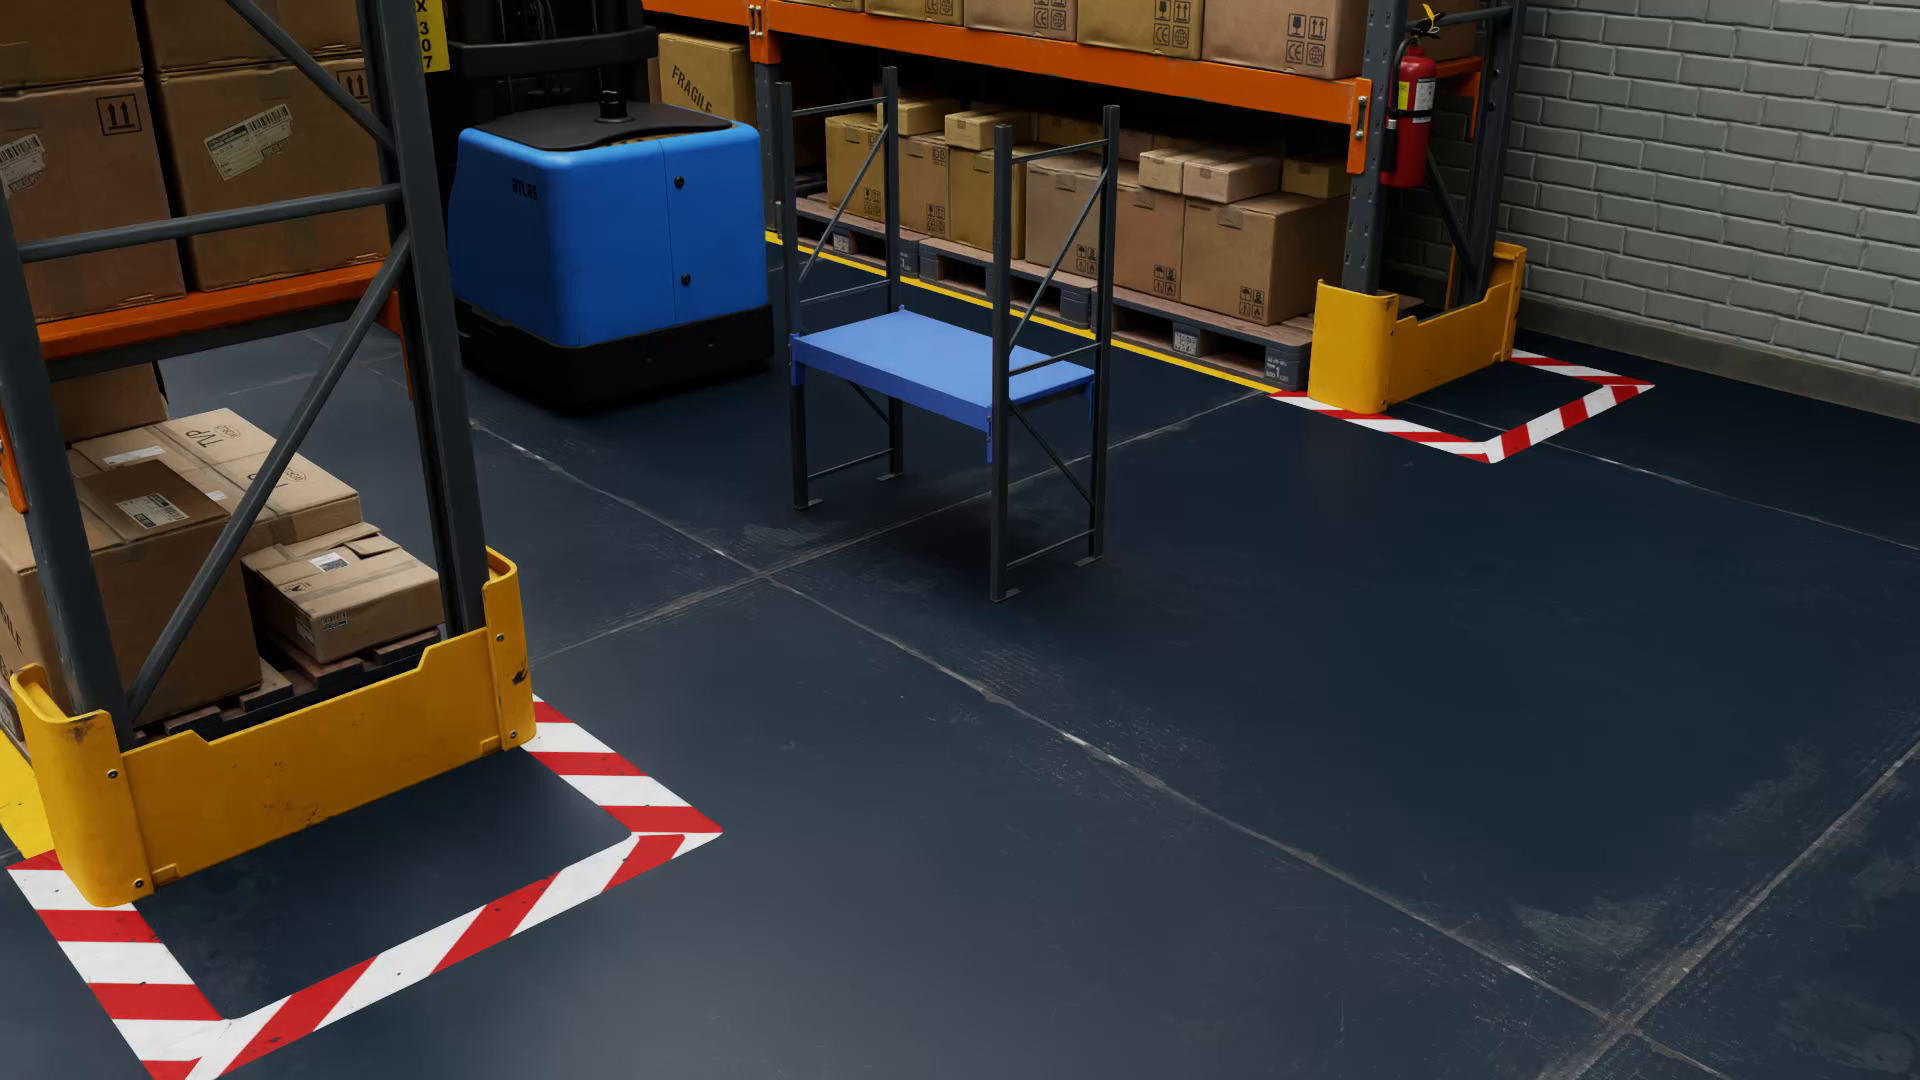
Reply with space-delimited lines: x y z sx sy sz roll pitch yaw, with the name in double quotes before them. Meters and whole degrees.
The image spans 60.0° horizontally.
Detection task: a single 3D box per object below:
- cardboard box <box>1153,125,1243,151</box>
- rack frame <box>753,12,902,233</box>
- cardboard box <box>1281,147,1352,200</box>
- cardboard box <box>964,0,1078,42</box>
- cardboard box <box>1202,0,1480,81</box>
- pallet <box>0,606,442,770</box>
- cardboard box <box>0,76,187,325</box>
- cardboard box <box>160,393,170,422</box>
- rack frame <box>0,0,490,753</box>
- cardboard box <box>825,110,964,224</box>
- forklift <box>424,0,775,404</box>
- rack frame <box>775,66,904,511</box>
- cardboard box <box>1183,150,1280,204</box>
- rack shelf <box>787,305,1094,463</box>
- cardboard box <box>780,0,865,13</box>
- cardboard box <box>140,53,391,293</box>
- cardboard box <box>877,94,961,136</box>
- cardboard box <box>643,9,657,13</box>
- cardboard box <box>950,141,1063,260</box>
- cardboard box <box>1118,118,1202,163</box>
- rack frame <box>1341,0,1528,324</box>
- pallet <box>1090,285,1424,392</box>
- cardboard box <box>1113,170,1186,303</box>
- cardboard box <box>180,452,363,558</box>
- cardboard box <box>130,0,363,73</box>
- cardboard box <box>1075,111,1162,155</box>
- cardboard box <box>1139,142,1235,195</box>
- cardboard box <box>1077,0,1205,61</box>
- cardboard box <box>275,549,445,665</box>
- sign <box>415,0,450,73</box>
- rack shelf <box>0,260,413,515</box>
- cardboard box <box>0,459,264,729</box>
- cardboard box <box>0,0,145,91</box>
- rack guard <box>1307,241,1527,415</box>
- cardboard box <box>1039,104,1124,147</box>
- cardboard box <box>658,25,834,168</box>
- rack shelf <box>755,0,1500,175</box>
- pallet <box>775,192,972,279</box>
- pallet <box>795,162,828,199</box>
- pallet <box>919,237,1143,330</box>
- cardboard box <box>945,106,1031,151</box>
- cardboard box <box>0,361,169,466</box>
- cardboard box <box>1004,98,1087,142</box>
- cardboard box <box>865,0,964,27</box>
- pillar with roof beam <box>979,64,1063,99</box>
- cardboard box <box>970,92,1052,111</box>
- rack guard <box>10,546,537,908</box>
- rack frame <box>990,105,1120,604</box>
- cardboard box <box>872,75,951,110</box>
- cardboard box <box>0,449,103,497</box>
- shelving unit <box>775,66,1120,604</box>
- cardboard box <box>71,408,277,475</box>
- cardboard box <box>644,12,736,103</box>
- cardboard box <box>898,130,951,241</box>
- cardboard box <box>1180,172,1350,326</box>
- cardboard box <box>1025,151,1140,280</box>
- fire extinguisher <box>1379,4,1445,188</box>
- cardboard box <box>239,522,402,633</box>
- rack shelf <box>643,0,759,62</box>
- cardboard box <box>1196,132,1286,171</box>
"cardboard box" 1.144 -1.879 7.979 0.380 0.149 0.250 -21 32 -38
"rack frame" -0.752 -3.310 9.392 1.000 3.000 0.127 -21 32 -38
"cardboard box" 1.662 -1.650 7.476 0.380 0.149 0.250 -21 32 -38
"cardboard box" 0.606 -2.837 7.994 0.700 0.700 0.980 22 32 39
"cardboard box" 1.626 -2.386 7.005 0.980 0.700 0.700 -20 31 -36
"pallet" -2.229 0.313 4.810 1.003 0.211 1.213 -21 32 -38
"cardboard box" -2.137 -0.796 3.760 0.500 0.500 0.500 -20 31 -37
"cardboard box" -3.257 -0.561 6.075 0.500 0.311 0.500 -21 32 -38
"rack frame" -1.632 -0.692 3.652 1.000 3.000 0.127 -21 32 -38
"cardboard box" -0.316 -2.108 9.263 0.700 0.500 0.500 -21 32 -38
"forklift" -2.157 -2.427 7.539 1.130 2.935 3.031 -19 31 -36
"rack frame" -0.406 -0.862 5.833 0.500 1.500 0.032 -21 32 -38
"cardboard box" 1.209 -1.618 7.407 0.380 0.149 0.250 -22 32 -39
"rack shelf" -0.058 -0.545 5.570 0.538 0.185 1.000 -21 32 -38
"cardboard box" -0.393 -3.277 8.959 0.980 0.700 0.700 -21 32 -38
"cardboard box" -1.743 -0.946 4.090 0.500 0.500 0.500 -20 32 -37
"cardboard box" -0.215 -2.248 8.787 0.380 0.149 0.250 -20 31 -37
"cardboard box" -2.485 -3.208 11.251 0.750 0.750 0.750 -21 32 -39
"cardboard box" 0.374 -1.799 8.585 0.700 0.500 0.500 -20 31 -37
"cardboard box" 0.970 -1.956 8.147 0.380 0.149 0.250 -21 32 -38
"rack frame" 1.982 -2.098 6.735 1.000 3.000 0.127 -21 32 -38
"pallet" 1.378 -1.049 7.796 1.003 0.211 1.213 -21 32 -38
"cardboard box" 1.088 -1.487 7.902 0.700 0.500 0.500 -21 32 -39
"cardboard box" -2.138 -0.038 5.001 0.500 0.250 0.500 -21 32 -38
"cardboard box" -1.743 -1.401 3.883 0.500 0.500 0.500 -20 31 -37
"cardboard box" 0.794 -2.033 8.317 0.380 0.149 0.250 -21 32 -38
"cardboard box" 1.034 -1.695 7.576 0.380 0.149 0.250 -20 31 -37
"cardboard box" 1.120 -2.604 7.482 0.980 0.700 0.700 -22 32 -39
"cardboard box" -1.667 0.181 4.644 0.380 0.149 0.250 -21 32 -38
"sign" -1.236 -1.240 3.810 0.100 0.325 0.005 -21 32 -38
"rack shelf" -2.999 -0.970 5.130 1.077 0.370 4.000 -21 32 -38
"cardboard box" -2.183 0.151 4.288 0.500 0.500 0.500 -21 32 -38
"cardboard box" -2.137 -1.249 3.549 0.500 0.500 0.500 -22 32 -39
"rack guard" 1.998 -0.954 7.238 1.175 0.500 0.348 -21 32 -38
"cardboard box" 0.621 -2.110 8.485 0.380 0.149 0.250 -22 32 -39
"cardboard box" -1.291 -2.683 10.101 0.750 0.750 0.750 -21 32 -38
"rack shelf" 0.615 -2.377 8.213 1.077 0.370 4.000 -21 32 -38
"pallet" -0.290 -1.789 9.417 1.003 0.211 1.213 -21 32 -38
"pallet" -1.335 -2.254 10.436 1.003 0.211 1.213 -21 32 -38
"pallet" 0.548 -1.419 8.606 1.003 0.211 1.213 -21 32 -38
"cardboard box" 0.142 -2.090 8.441 0.380 0.149 0.250 -22 33 -40
"cardboard box" -3.078 -0.400 5.491 0.797 0.503 0.637 -21 32 -38
"cardboard box" 0.444 -2.188 8.656 0.380 0.149 0.250 -21 32 -38
"cardboard box" 0.101 -3.055 8.471 0.980 0.700 0.700 -22 33 -40
"pillar with roof beam" -2.785 -4.851 5.542 9.100 9.000 0.400 -21 32 -38
"cardboard box" 0.272 -2.265 8.825 0.380 0.149 0.250 -23 33 -40
"rack guard" -1.684 0.423 4.222 1.175 0.500 0.348 -21 32 -38
"rack frame" 0.289 -0.554 5.158 0.500 1.500 0.032 -21 32 -38
"cardboard box" -0.270 -2.504 9.348 0.380 0.149 0.250 -21 32 -39
"cardboard box" -2.811 -0.032 4.989 0.500 0.250 0.500 -21 32 -38
"shelving unit" -0.058 -0.708 5.495 0.538 1.500 1.048 -21 32 -38
"cardboard box" -2.480 -0.189 5.333 0.500 0.250 0.500 -21 32 -38
"cardboard box" -1.901 -2.952 10.690 0.750 0.750 0.750 -20 31 -37
"cardboard box" 0.025 -1.955 8.927 0.700 0.500 0.500 -22 32 -39
"cardboard box" 1.430 -1.336 7.569 0.700 0.500 0.500 -21 32 -38
"cardboard box" 0.744 -1.639 8.235 0.500 0.500 0.700 23 33 40
"fire extinguisher" 1.748 -1.717 6.441 0.296 0.674 0.183 -21 32 -38
"cardboard box" -1.838 0.097 4.807 0.380 0.166 0.250 -21 32 -38
"rack shelf" -2.119 -3.589 10.869 1.077 0.370 4.000 -21 32 -38
"cardboard box" 1.315 -1.803 7.812 0.380 0.149 0.250 -21 32 -38
